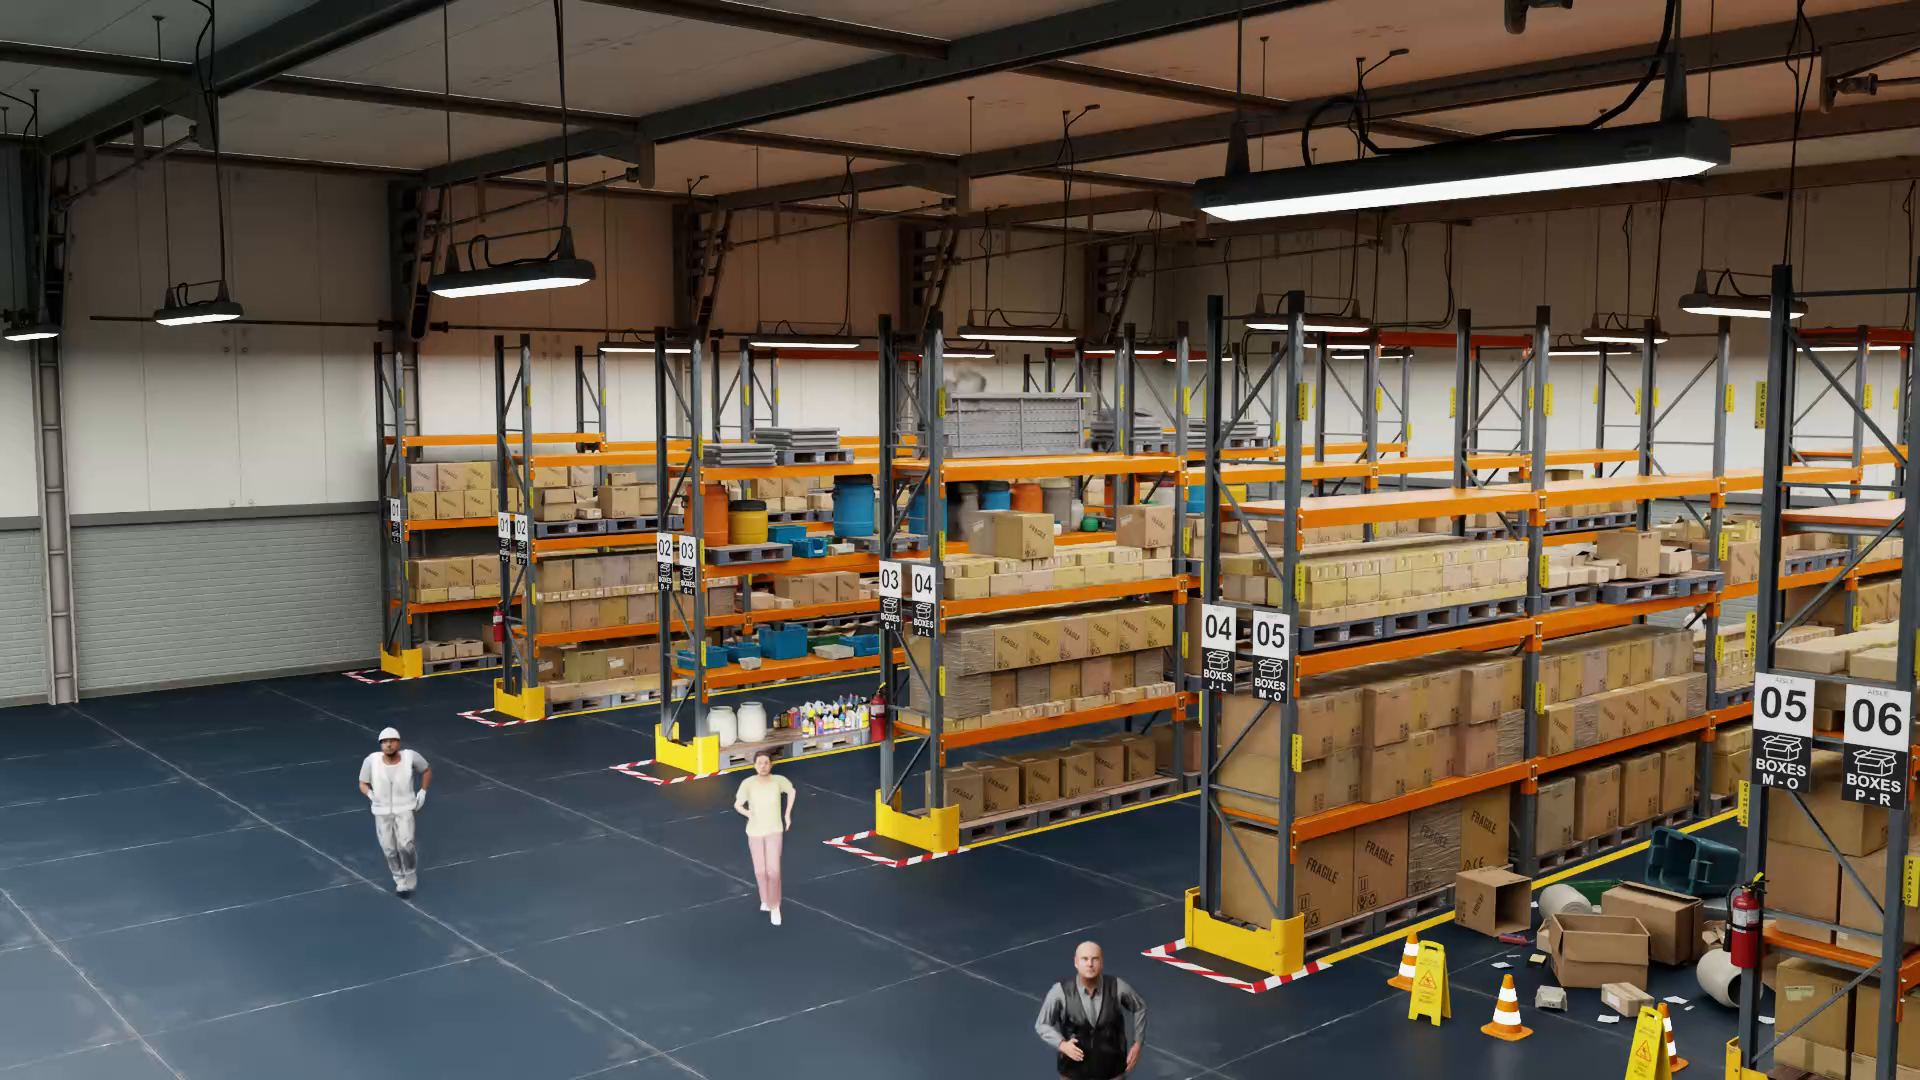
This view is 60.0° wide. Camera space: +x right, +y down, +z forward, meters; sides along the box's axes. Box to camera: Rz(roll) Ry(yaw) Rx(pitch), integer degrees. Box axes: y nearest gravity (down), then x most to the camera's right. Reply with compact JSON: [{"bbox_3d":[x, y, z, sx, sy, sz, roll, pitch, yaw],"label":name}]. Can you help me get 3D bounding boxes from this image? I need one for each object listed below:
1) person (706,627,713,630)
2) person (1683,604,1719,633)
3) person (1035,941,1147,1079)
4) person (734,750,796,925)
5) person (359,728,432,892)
[{"bbox_3d":[-4.742,1.546,30.550,0.659,1.674,0.600,5,7,43],"label":"person"},{"bbox_3d":[12.267,1.824,27.575,0.613,1.686,0.812,3,6,33],"label":"person"},{"bbox_3d":[0.823,3.364,10.398,0.717,1.715,0.615,0,5,2],"label":"person"},{"bbox_3d":[-1.900,2.872,16.149,0.572,1.692,0.692,0,5,0],"label":"person"},{"bbox_3d":[-5.729,2.752,16.839,0.677,1.732,0.653,-1,5,-10],"label":"person"}]
